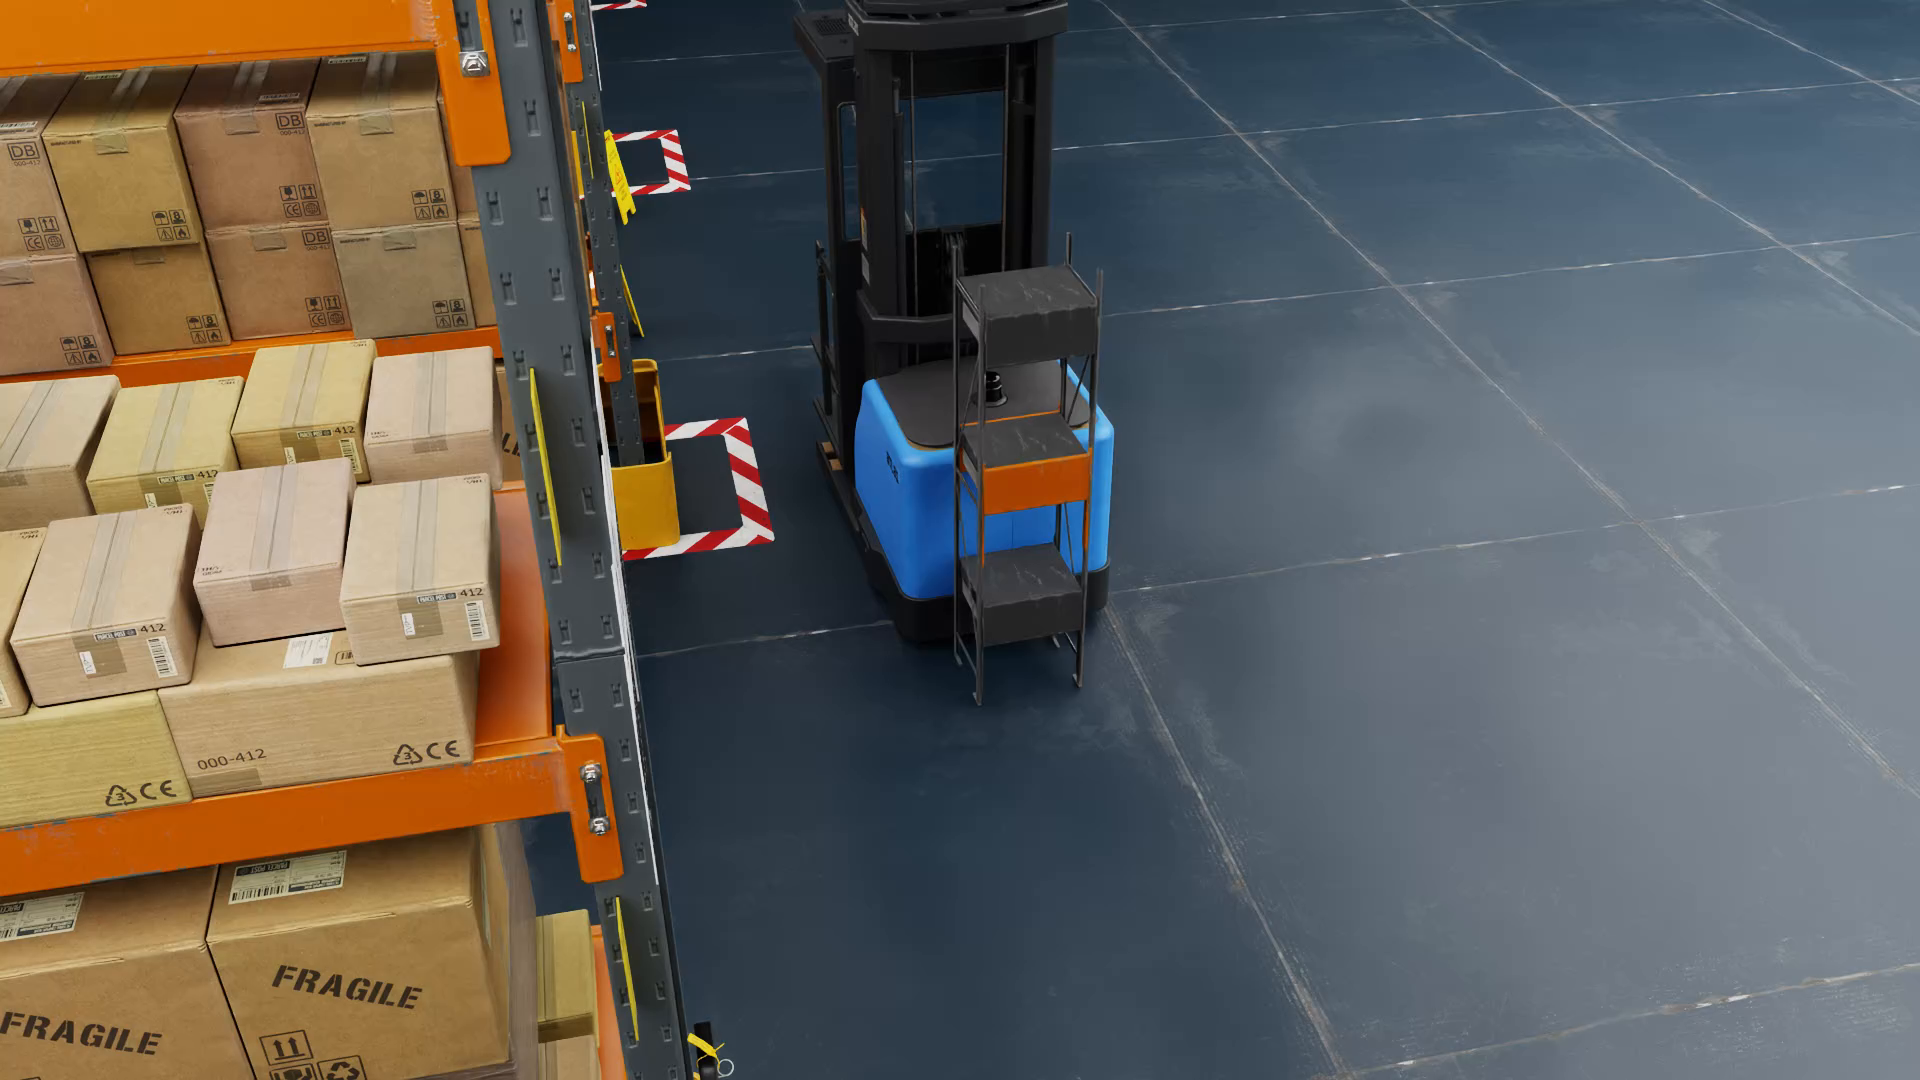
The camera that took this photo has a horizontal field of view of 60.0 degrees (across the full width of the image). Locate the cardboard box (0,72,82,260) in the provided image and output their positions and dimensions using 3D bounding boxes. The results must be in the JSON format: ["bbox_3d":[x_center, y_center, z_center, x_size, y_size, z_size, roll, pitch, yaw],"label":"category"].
[{"bbox_3d":[-4.248,-1.684,7.465,0.550,0.550,0.875,-7,35,-11],"label":"cardboard box"}]

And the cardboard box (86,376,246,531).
[{"bbox_3d":[-1.599,-0.172,3.399,0.250,0.149,0.380,-8,35,-11],"label":"cardboard box"}]

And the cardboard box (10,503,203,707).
[{"bbox_3d":[-1.511,0.108,2.982,0.250,0.149,0.380,-9,35,-13],"label":"cardboard box"}]

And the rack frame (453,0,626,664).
[{"bbox_3d":[-0.786,-1.299,2.610,0.127,3.000,1.000,-7,35,-11],"label":"rack frame"}]

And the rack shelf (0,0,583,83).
[{"bbox_3d":[-3.733,-2.217,7.316,4.000,0.370,1.077,-7,35,-11],"label":"rack shelf"}]

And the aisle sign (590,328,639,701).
[{"bbox_3d":[-0.792,-0.058,3.812,0.004,0.787,0.394,-7,35,-11],"label":"aisle sign"}]

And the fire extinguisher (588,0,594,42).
[{"bbox_3d":[-2.759,-3.926,11.978,0.183,0.674,0.296,-7,35,-11],"label":"fire extinguisher"}]

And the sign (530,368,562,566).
[{"bbox_3d":[-0.683,-0.117,2.746,0.005,0.325,0.100,-7,35,-11],"label":"sign"}]

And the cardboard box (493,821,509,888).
[{"bbox_3d":[-1.383,0.531,4.013,0.500,0.500,0.500,-7,35,-11],"label":"cardboard box"}]

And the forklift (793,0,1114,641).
[{"bbox_3d":[-0.174,-1.552,8.432,1.130,2.935,3.031,-9,35,-13],"label":"forklift"}]

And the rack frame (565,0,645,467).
[{"bbox_3d":[-1.782,-1.516,8.318,0.127,3.000,1.000,-7,35,-11],"label":"rack frame"}]

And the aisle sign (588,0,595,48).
[{"bbox_3d":[-1.779,-2.768,7.849,0.004,0.787,0.394,-7,35,-11],"label":"aisle sign"}]

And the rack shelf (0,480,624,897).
[{"bbox_3d":[-2.737,0.491,3.280,4.000,0.370,1.077,-7,35,-11],"label":"rack shelf"}]

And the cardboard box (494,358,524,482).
[{"bbox_3d":[-2.429,-0.689,8.615,0.875,0.875,0.875,-7,34,-10],"label":"cardboard box"}]

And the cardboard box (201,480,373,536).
[{"bbox_3d":[-1.313,-0.073,3.609,0.500,0.250,0.500,-6,34,-9],"label":"cardboard box"}]

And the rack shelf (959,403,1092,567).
[{"bbox_3d":[0.269,-0.244,7.253,0.480,0.518,0.431,-9,35,-13],"label":"rack shelf"}]

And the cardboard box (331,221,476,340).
[{"bbox_3d":[-2.665,-1.429,8.053,0.550,0.550,0.875,-7,35,-11],"label":"cardboard box"}]

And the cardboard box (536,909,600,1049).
[{"bbox_3d":[-1.117,1.202,4.493,0.250,0.149,0.380,-7,35,-11],"label":"cardboard box"}]

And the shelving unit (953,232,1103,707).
[{"bbox_3d":[0.269,-0.255,7.246,0.503,2.100,0.431,-9,35,-13],"label":"shelving unit"}]

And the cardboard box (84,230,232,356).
[{"bbox_3d":[-3.747,-1.341,7.921,0.500,0.550,0.875,-7,35,-11],"label":"cardboard box"}]

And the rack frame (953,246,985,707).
[{"bbox_3d":[0.035,-0.217,7.189,0.015,2.100,0.400,-9,35,-13],"label":"rack frame"}]

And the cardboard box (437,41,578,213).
[{"bbox_3d":[-2.152,-2.003,7.938,0.550,0.550,0.875,-7,35,-11],"label":"cardboard box"}]

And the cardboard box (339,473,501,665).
[{"bbox_3d":[-0.988,0.047,3.073,0.250,0.149,0.380,-7,35,-11],"label":"cardboard box"}]

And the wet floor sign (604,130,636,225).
[{"bbox_3d":[-2.551,-2.658,12.133,0.232,0.644,0.267,4,34,6],"label":"wet floor sign"}]

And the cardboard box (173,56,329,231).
[{"bbox_3d":[-3.245,-1.890,7.770,0.550,0.550,0.875,-7,35,-11],"label":"cardboard box"}]

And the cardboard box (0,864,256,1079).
[{"bbox_3d":[-1.755,0.878,3.496,0.500,0.500,0.500,-7,35,-11],"label":"cardboard box"}]

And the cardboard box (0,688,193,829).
[{"bbox_3d":[-1.687,0.269,3.100,0.500,0.250,0.500,-7,34,-10],"label":"cardboard box"}]

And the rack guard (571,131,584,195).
[{"bbox_3d":[-3.046,-3.147,12.991,0.348,0.500,1.175,-7,35,-11],"label":"rack guard"}]

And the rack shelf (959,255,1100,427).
[{"bbox_3d":[0.269,-0.825,6.863,0.480,0.518,0.431,-9,35,-13],"label":"rack shelf"}]

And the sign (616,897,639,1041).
[{"bbox_3d":[-0.683,0.884,3.418,0.005,0.325,0.100,-7,35,-11],"label":"sign"}]

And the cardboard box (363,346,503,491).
[{"bbox_3d":[-1.106,-0.249,3.514,0.250,0.149,0.380,-7,35,-11],"label":"cardboard box"}]
